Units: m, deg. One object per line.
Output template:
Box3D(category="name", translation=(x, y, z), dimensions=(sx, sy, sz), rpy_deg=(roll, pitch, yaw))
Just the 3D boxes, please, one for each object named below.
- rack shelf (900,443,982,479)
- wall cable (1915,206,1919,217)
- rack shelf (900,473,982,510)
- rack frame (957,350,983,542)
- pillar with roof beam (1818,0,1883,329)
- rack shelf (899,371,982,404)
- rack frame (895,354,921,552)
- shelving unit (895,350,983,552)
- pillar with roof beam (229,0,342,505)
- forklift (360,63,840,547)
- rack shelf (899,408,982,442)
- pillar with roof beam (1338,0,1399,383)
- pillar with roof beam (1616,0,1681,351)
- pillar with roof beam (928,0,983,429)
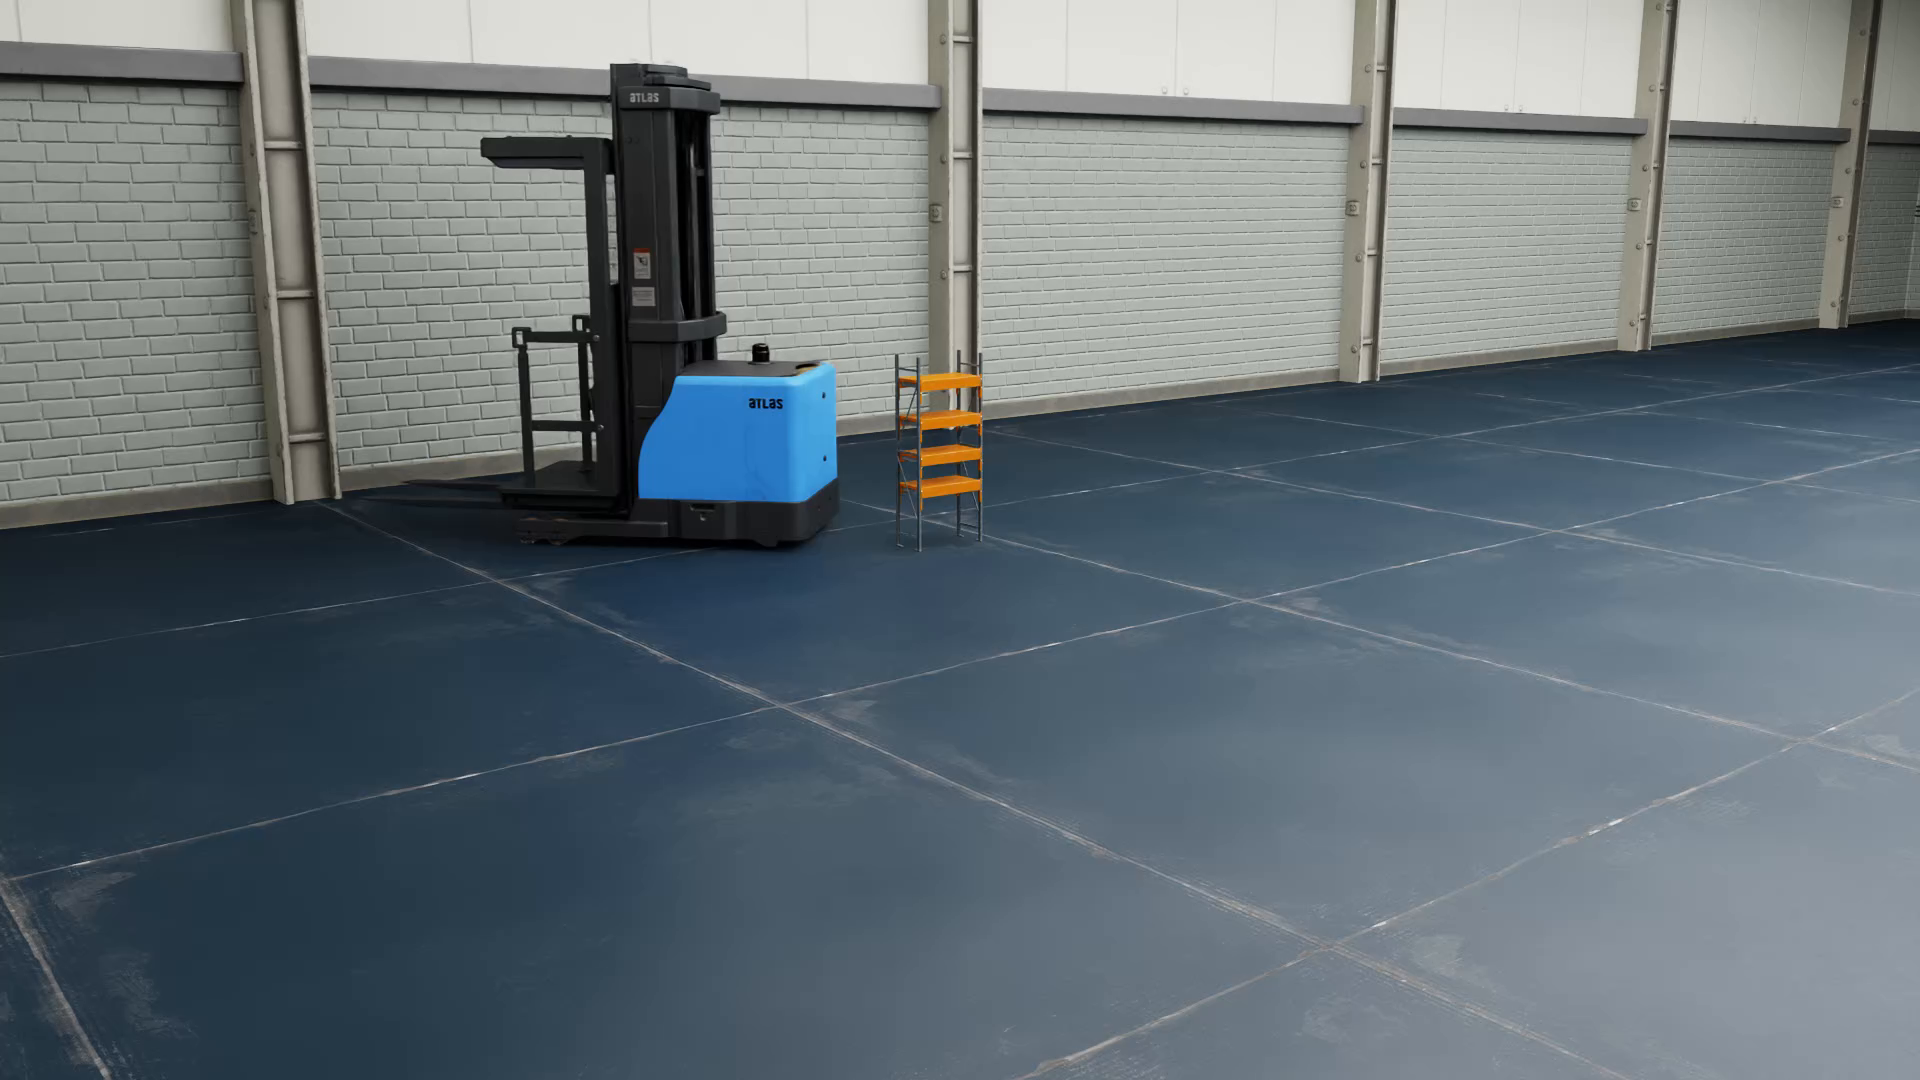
Box3D(category="rack shelf", translation=(-0.129, -0.500, 10.417), dimensions=(0.480, 0.148, 0.258), rpy_deg=(-9, 15, -38))
Box3D(category="wall cable", translation=(17.139, -6.467, 26.895), dimensions=(0.112, 2.526, 3.097), rpy_deg=(-9, 15, -38))
Box3D(category="rack shelf", translation=(-0.129, -0.305, 10.458), dimensions=(0.480, 0.148, 0.258), rpy_deg=(-9, 15, -38))
Box3D(category="rack frame", translation=(0.061, -0.597, 10.552), dimensions=(0.015, 1.200, 0.240), rpy_deg=(-9, 15, -38))
Box3D(category="pillar with roof beam", translation=(16.702, -7.120, 22.494), dimensions=(0.400, 9.000, 9.100), rpy_deg=(-9, 15, -38))
Box3D(category="rack shelf", translation=(-0.129, -0.950, 10.321), dimensions=(0.480, 0.148, 0.258), rpy_deg=(-9, 15, -38))
Box3D(category="rack frame", translation=(-0.320, -0.534, 10.254), dimensions=(0.015, 1.200, 0.240), rpy_deg=(-9, 15, -38))
Box3D(category="shelving unit", translation=(-0.129, -0.565, 10.403), dimensions=(0.503, 1.200, 0.258), rpy_deg=(-9, 15, -38))
Box3D(category="pillar with roof beam", translation=(-2.039, -4.006, 7.828), dimensions=(0.400, 9.000, 9.100), rpy_deg=(-9, 15, -38))
Box3D(category="forklift", translation=(-2.369, -1.509, 10.680), dimensions=(3.031, 2.935, 1.130), rpy_deg=(2, 12, 9))
Box3D(category="rack shelf", translation=(-0.129, -0.718, 10.370), dimensions=(0.480, 0.148, 0.258), rpy_deg=(-9, 15, -38))
Box3D(category="pillar with roof beam", translation=(7.332, -5.563, 15.161), dimensions=(0.400, 9.000, 9.100), rpy_deg=(-9, 15, -38))
Box3D(category="pillar with roof beam", translation=(12.017, -6.341, 18.828), dimensions=(0.400, 9.000, 9.100), rpy_deg=(-9, 15, -38))
Box3D(category="pillar with roof beam", translation=(2.647, -4.784, 11.495), dimensions=(0.400, 9.000, 9.100), rpy_deg=(-9, 15, -38))
